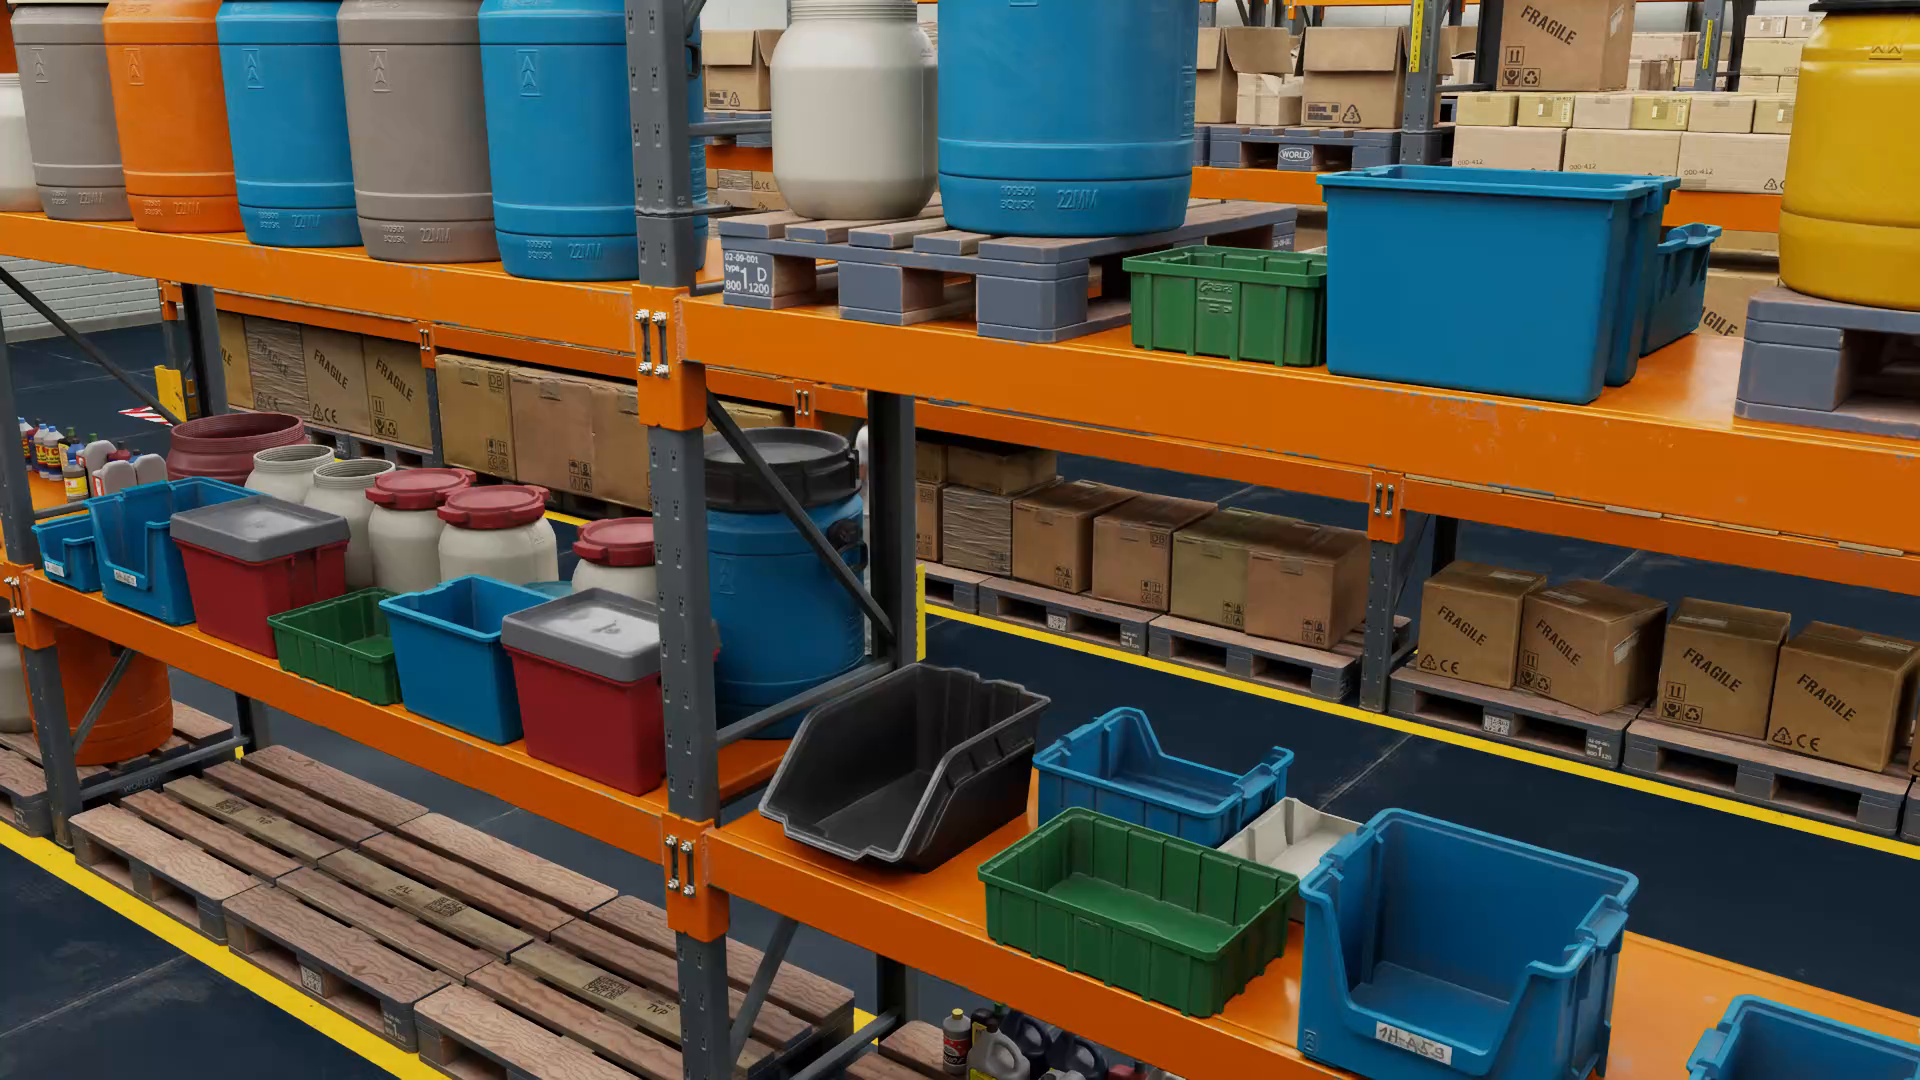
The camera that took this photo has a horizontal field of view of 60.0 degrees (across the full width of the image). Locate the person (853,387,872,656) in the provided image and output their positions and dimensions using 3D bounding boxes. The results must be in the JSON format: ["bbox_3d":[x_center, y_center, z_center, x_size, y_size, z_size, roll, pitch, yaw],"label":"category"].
[{"bbox_3d":[-0.459,-0.144,9.557,0.361,1.652,0.487,11,20,33],"label":"person"}]
